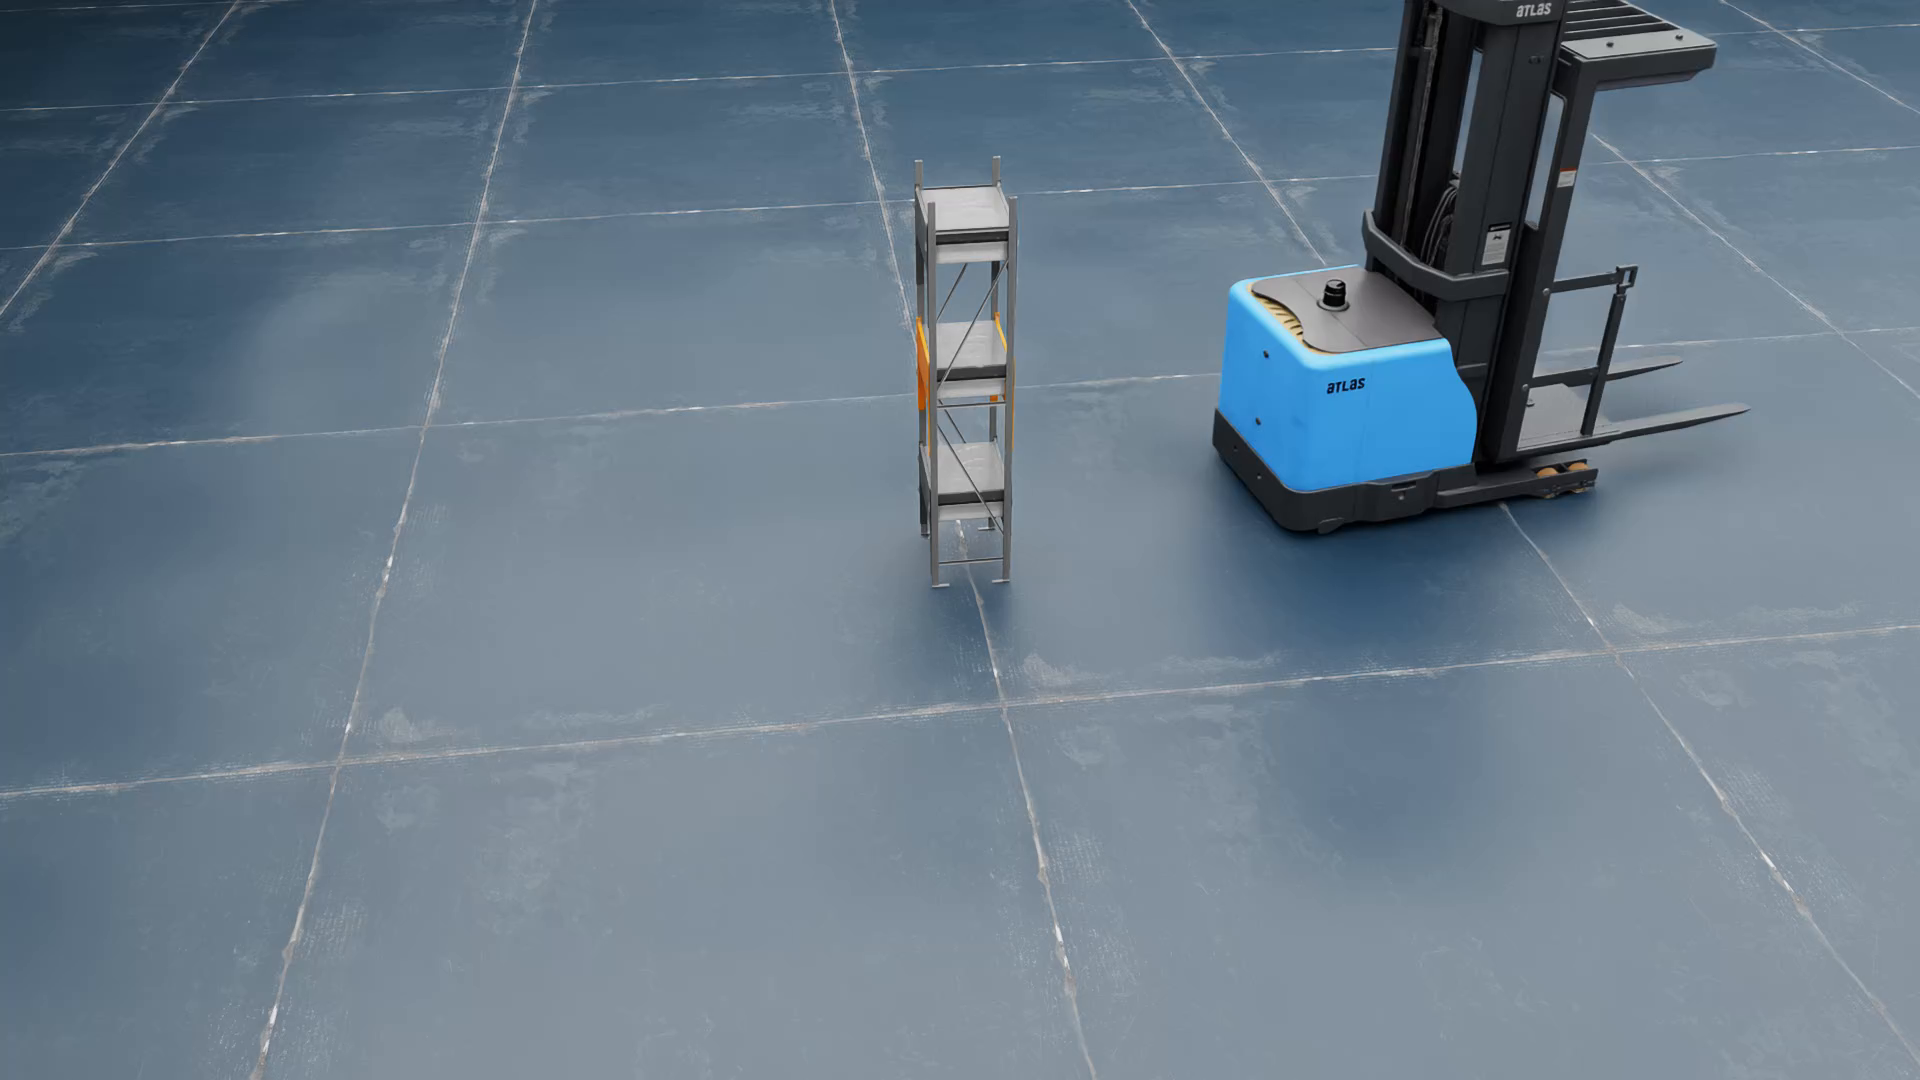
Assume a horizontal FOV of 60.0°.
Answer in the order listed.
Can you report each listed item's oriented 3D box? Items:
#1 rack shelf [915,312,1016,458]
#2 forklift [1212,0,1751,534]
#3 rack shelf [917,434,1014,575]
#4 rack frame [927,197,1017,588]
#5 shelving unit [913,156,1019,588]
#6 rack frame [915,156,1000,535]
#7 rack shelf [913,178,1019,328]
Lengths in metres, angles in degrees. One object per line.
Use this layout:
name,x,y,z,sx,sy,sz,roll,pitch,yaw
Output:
rack shelf,0.022,-0.764,8.159,0.431,0.518,0.480,-4,35,-6
forklift,3.025,-1.717,8.795,3.031,2.935,1.130,-10,35,-14
rack shelf,0.022,-0.186,8.554,0.431,0.518,0.480,-4,35,-6
rack frame,0.055,-0.639,7.952,0.400,2.100,0.015,-4,35,-6
shelving unit,0.022,-0.775,8.152,0.431,2.100,0.503,-4,35,-6
rack frame,-0.011,-0.911,8.352,0.400,2.100,0.015,-4,35,-6
rack shelf,0.022,-1.342,7.765,0.431,0.518,0.480,-4,35,-6
